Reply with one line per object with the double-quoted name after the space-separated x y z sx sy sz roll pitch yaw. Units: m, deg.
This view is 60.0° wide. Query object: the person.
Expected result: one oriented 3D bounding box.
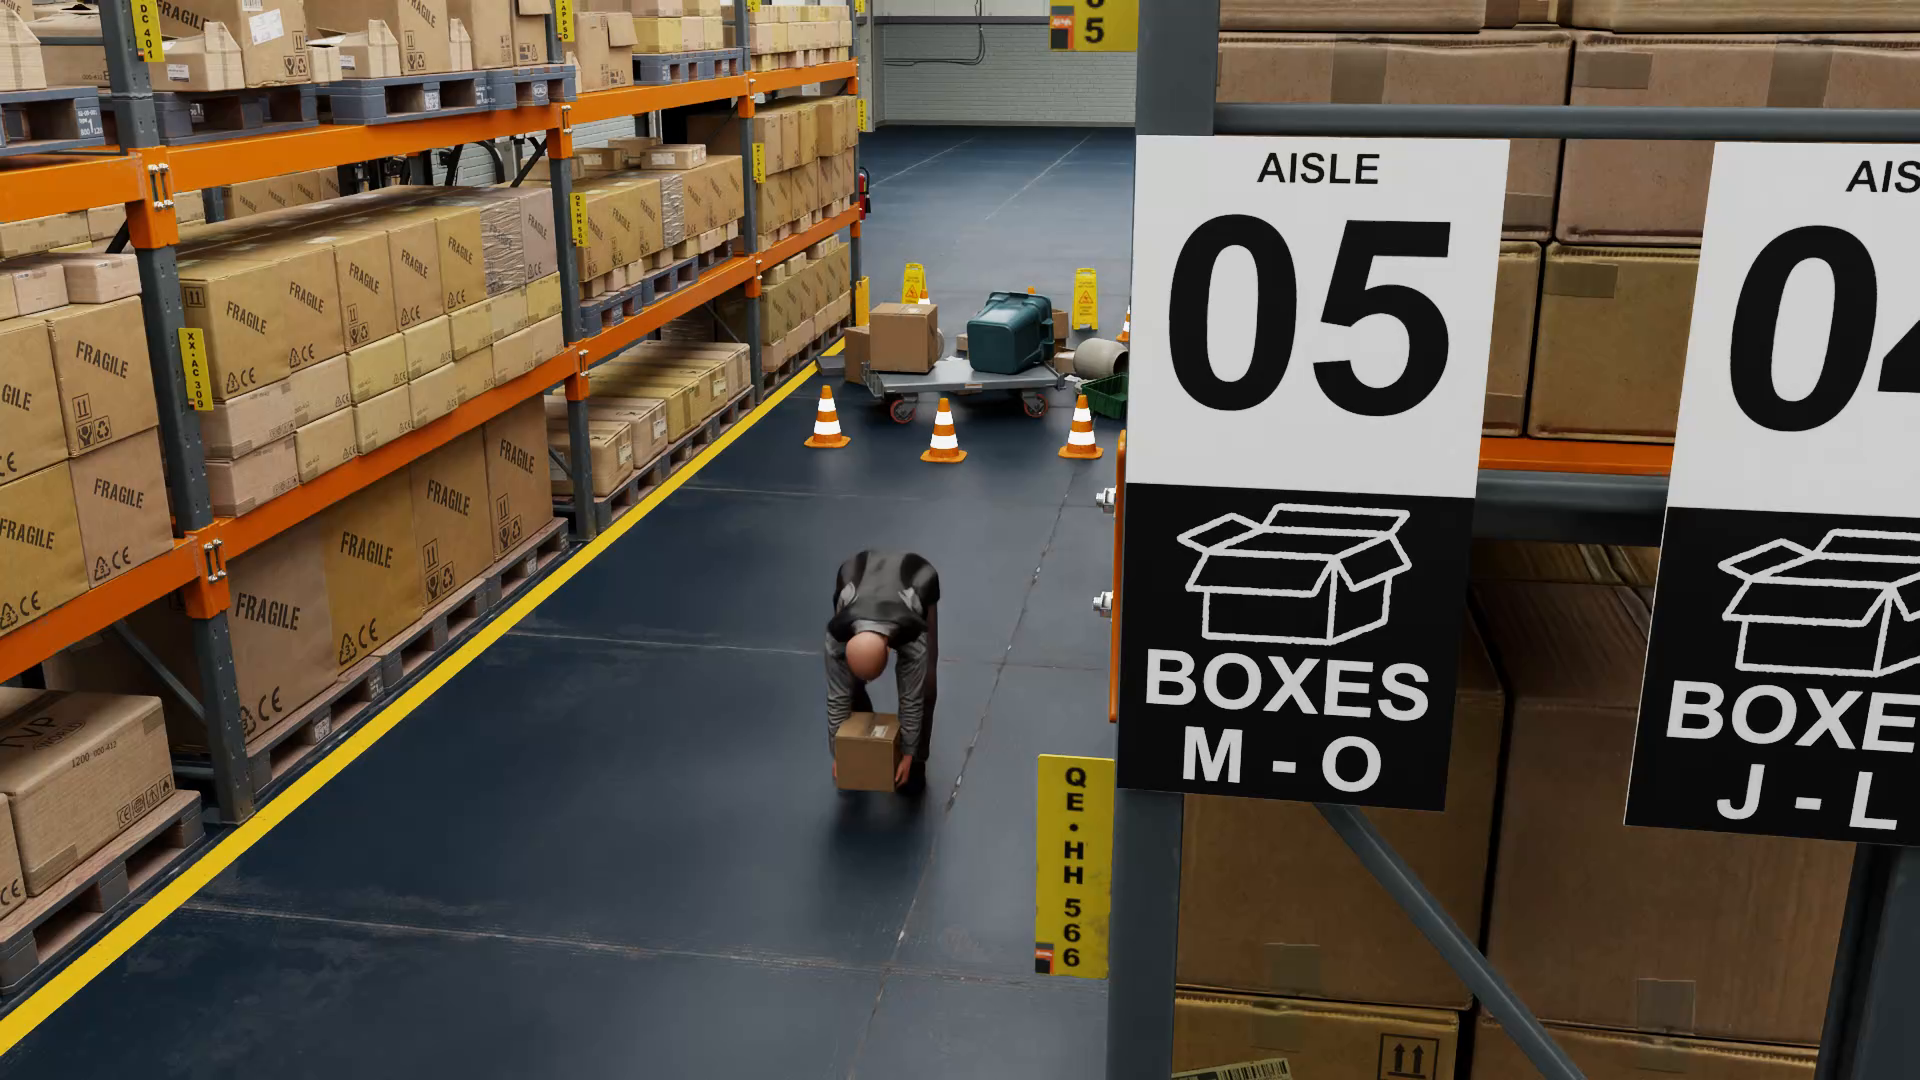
-0.345 0.616 7.247 0.475 1.065 0.957 2 18 6 "person"
